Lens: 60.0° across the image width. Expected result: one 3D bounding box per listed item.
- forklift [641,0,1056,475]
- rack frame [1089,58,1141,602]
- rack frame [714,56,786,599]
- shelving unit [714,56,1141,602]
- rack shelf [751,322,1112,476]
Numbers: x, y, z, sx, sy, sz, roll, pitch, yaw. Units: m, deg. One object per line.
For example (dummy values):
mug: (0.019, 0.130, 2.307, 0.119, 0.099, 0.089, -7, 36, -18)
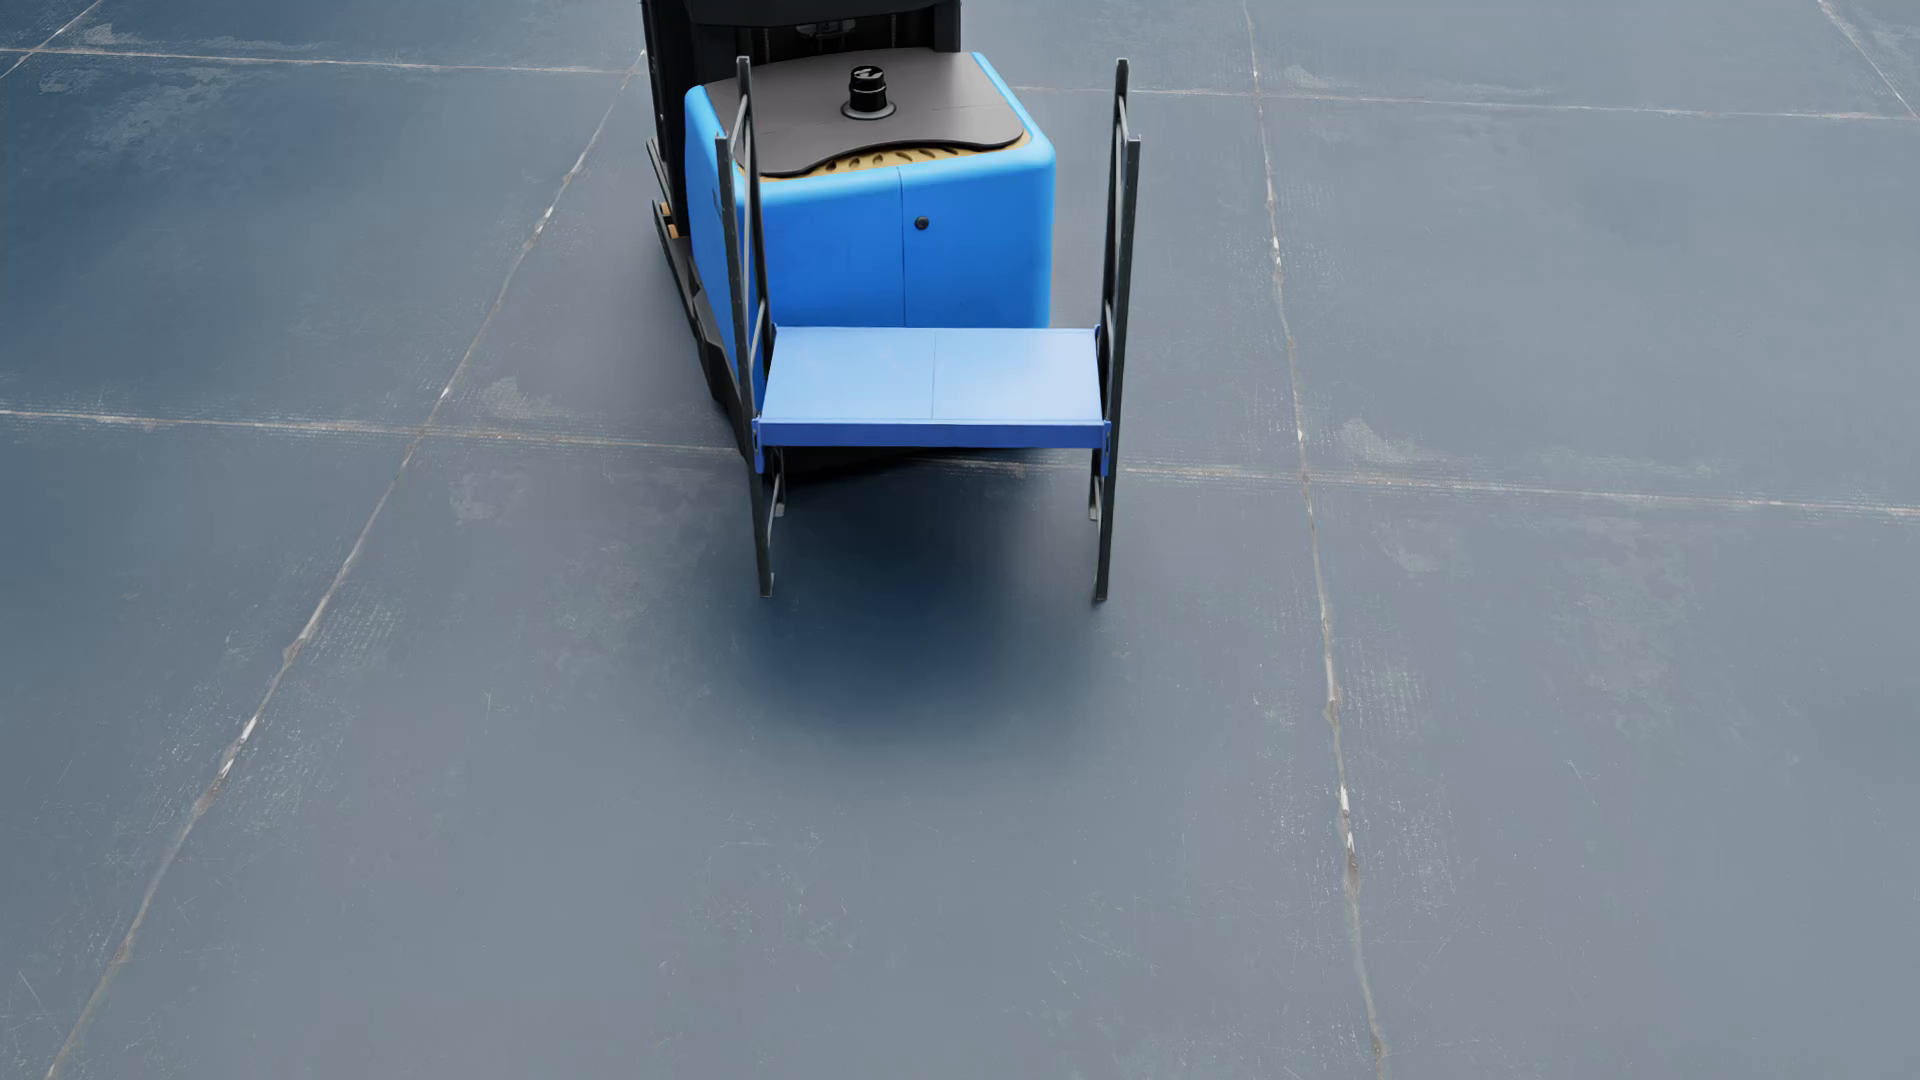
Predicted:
forklift: (-0.604, -2.283, 5.733, 1.130, 2.935, 3.031, -11, 40, -13)
rack frame: (0.432, -0.554, 4.742, 0.032, 1.500, 0.500, 0, 39, 1)
rack frame: (-0.585, -0.562, 4.753, 0.032, 1.500, 0.500, 0, 39, 1)
shelving unit: (-0.077, -0.558, 4.747, 1.048, 1.500, 0.538, 0, 39, 1)
rack shelf: (-0.077, -0.418, 4.861, 1.000, 0.185, 0.538, 0, 39, 1)
